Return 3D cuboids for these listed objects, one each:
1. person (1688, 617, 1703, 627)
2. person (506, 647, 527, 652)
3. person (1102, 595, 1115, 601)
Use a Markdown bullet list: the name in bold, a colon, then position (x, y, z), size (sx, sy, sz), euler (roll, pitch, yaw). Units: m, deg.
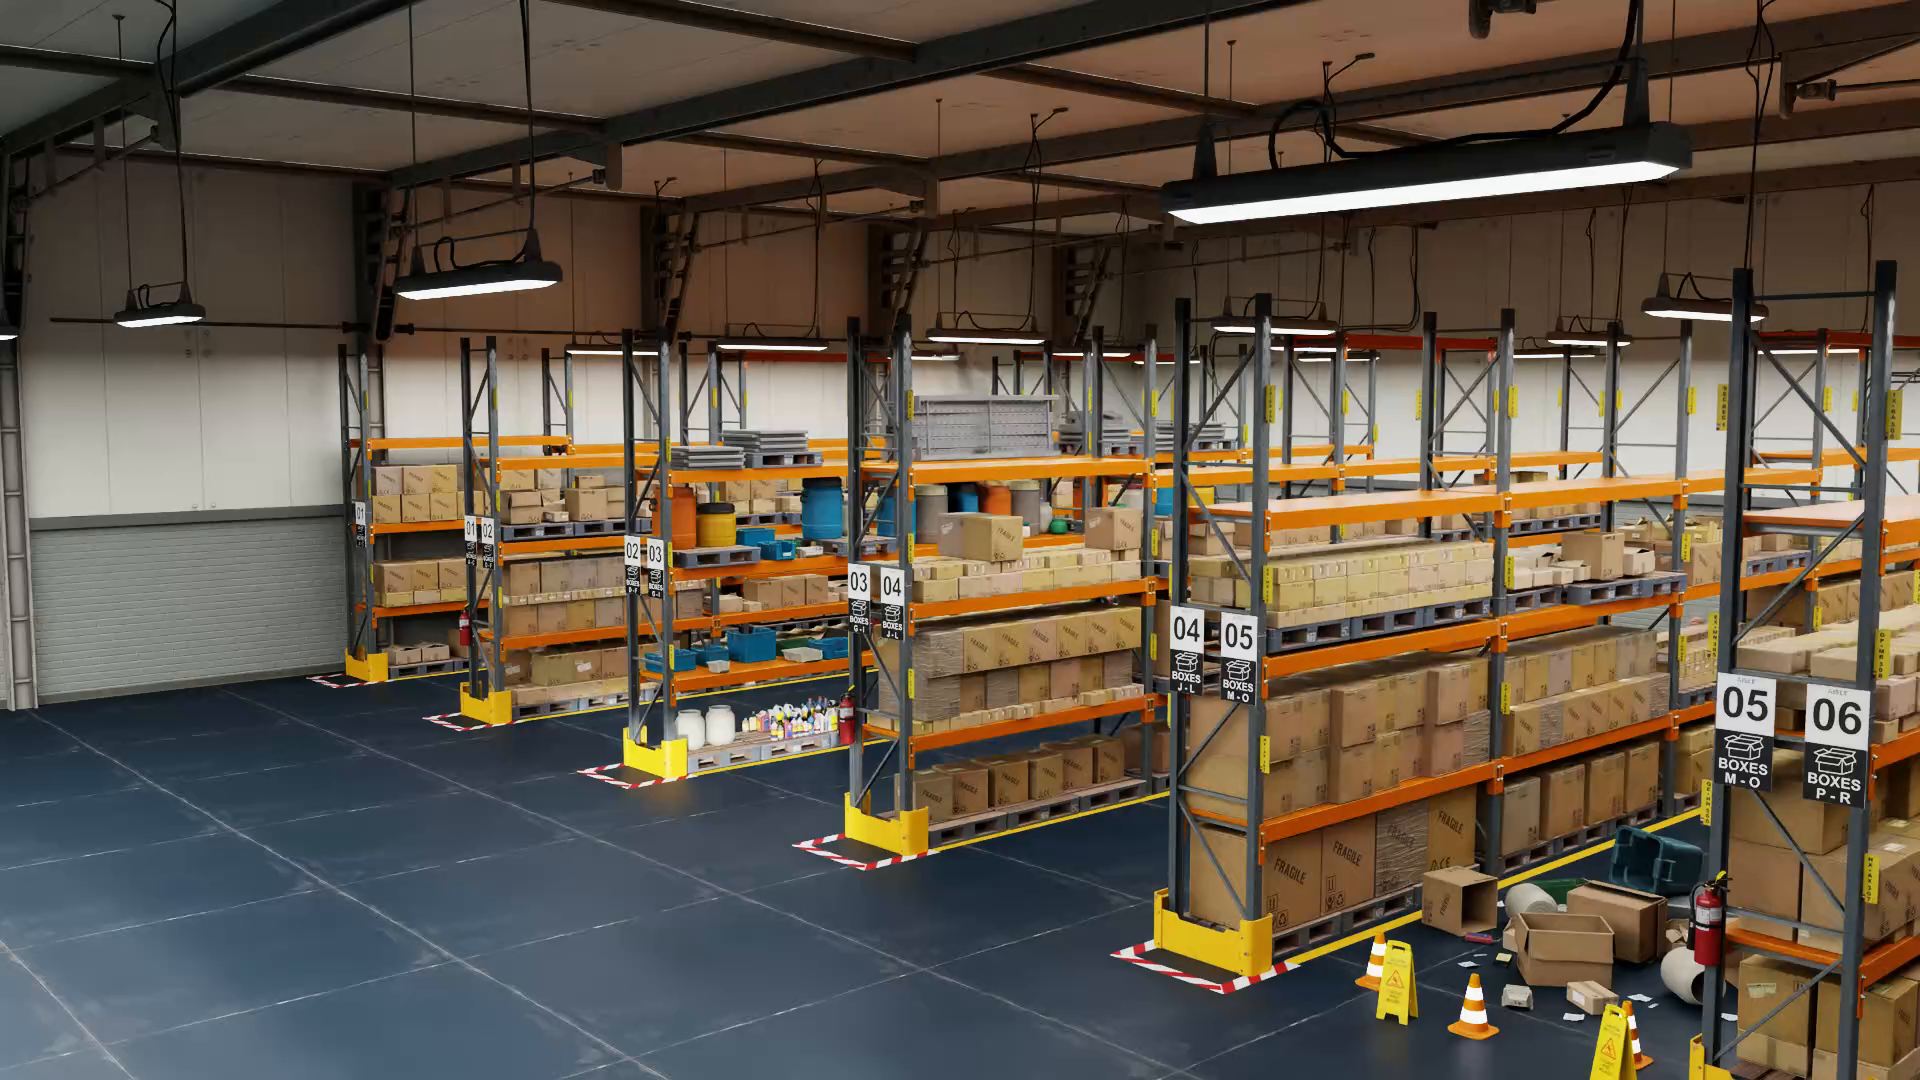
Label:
- **person**: position (11.372, 2.034, 25.630), size (0.830, 1.721, 0.670), euler (-3, 6, -31)
- **person**: position (-7.676, 1.763, 28.879), size (0.637, 1.625, 0.520), euler (4, 7, 39)
- **person**: position (2.831, 1.419, 32.610), size (0.649, 1.658, 0.753), euler (4, 7, 38)
